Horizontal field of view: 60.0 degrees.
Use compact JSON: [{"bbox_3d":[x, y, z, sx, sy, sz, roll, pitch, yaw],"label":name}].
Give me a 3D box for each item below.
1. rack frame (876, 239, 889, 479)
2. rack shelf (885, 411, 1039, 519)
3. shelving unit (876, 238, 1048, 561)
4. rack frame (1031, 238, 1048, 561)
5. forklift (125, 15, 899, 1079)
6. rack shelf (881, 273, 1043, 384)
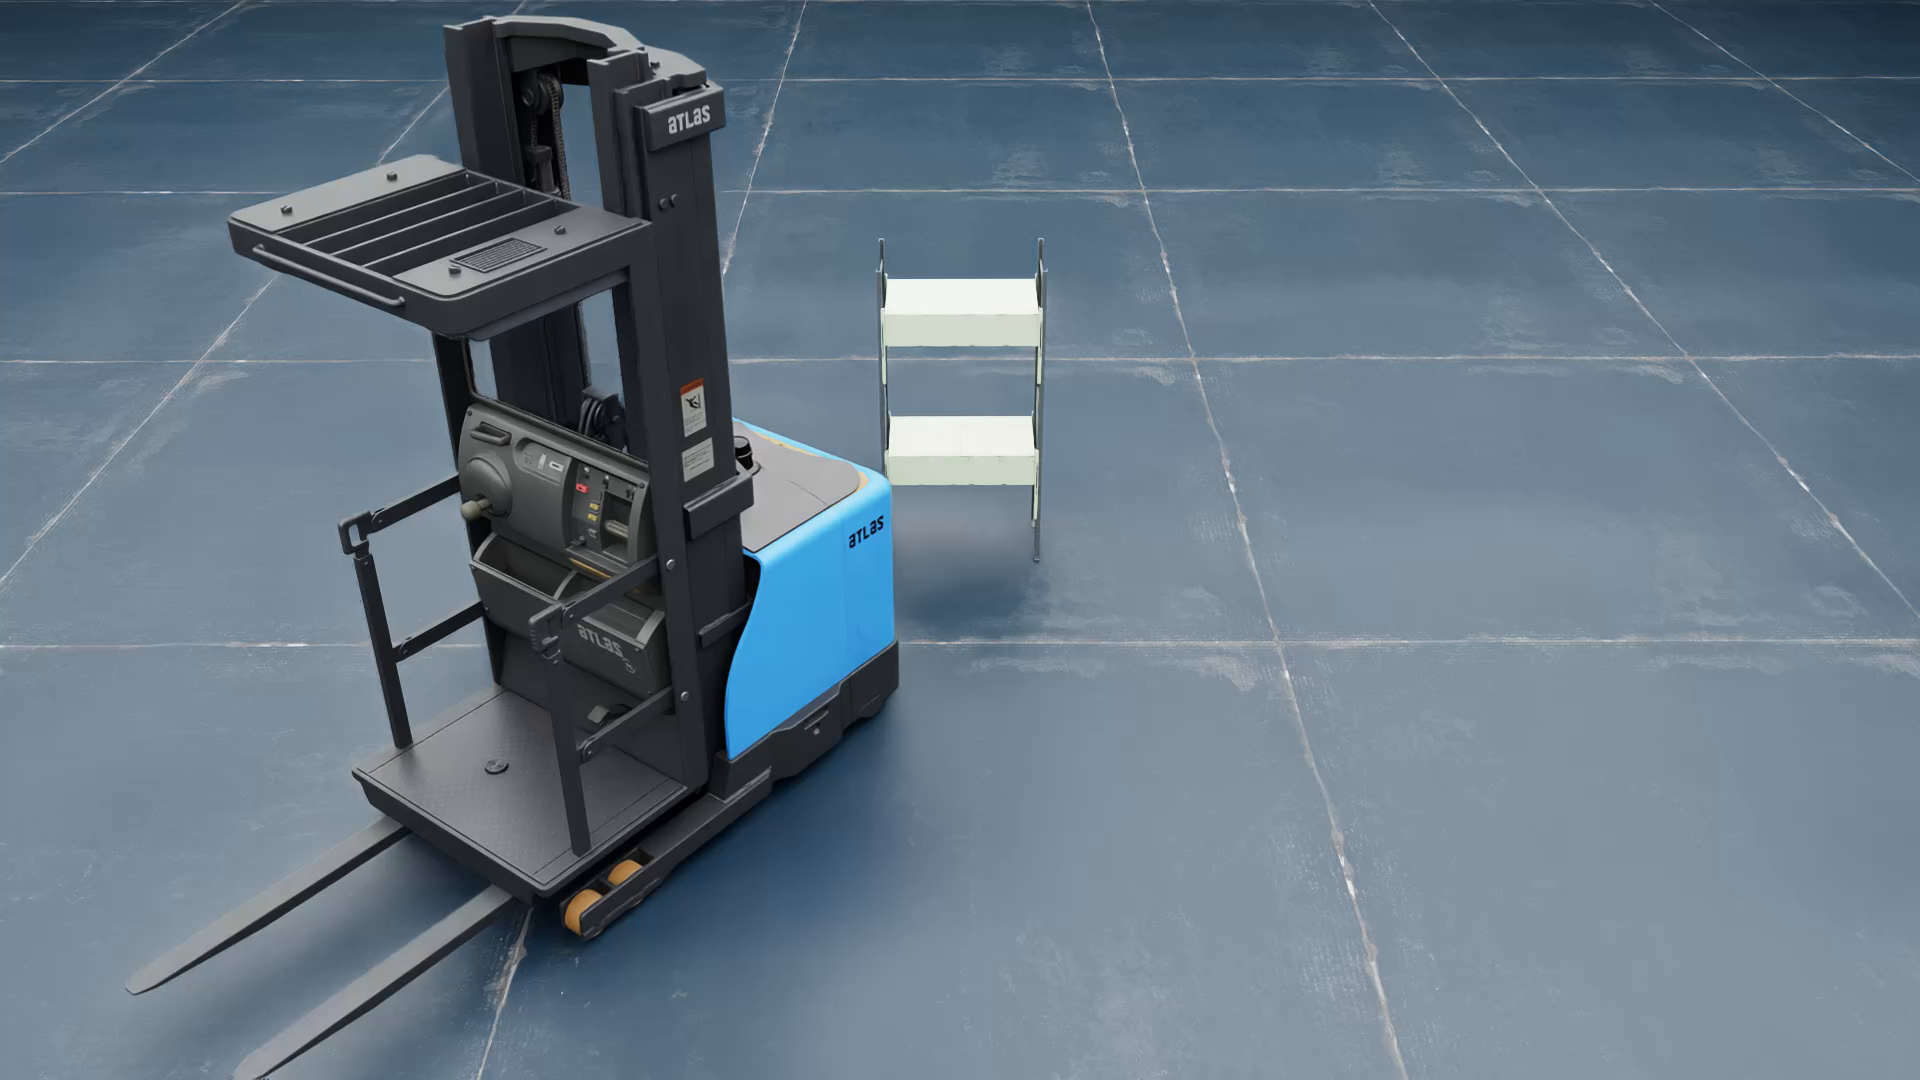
[{"bbox_3d":[-0.359,-0.640,7.859,0.023,1.500,0.400,0,31,0],"label":"rack frame"},{"bbox_3d":[0.007,-0.363,8.030,0.720,0.370,0.431,0,31,0],"label":"rack shelf"},{"bbox_3d":[0.007,-0.641,7.861,0.755,1.500,0.431,0,31,0],"label":"shelving unit"},{"bbox_3d":[0.373,-0.642,7.863,0.023,1.500,0.400,0,31,0],"label":"rack frame"},{"bbox_3d":[-1.548,-0.128,5.636,1.130,2.935,3.031,21,37,31],"label":"forklift"},{"bbox_3d":[0.007,-0.975,7.659,0.720,0.370,0.431,0,31,0],"label":"rack shelf"}]
